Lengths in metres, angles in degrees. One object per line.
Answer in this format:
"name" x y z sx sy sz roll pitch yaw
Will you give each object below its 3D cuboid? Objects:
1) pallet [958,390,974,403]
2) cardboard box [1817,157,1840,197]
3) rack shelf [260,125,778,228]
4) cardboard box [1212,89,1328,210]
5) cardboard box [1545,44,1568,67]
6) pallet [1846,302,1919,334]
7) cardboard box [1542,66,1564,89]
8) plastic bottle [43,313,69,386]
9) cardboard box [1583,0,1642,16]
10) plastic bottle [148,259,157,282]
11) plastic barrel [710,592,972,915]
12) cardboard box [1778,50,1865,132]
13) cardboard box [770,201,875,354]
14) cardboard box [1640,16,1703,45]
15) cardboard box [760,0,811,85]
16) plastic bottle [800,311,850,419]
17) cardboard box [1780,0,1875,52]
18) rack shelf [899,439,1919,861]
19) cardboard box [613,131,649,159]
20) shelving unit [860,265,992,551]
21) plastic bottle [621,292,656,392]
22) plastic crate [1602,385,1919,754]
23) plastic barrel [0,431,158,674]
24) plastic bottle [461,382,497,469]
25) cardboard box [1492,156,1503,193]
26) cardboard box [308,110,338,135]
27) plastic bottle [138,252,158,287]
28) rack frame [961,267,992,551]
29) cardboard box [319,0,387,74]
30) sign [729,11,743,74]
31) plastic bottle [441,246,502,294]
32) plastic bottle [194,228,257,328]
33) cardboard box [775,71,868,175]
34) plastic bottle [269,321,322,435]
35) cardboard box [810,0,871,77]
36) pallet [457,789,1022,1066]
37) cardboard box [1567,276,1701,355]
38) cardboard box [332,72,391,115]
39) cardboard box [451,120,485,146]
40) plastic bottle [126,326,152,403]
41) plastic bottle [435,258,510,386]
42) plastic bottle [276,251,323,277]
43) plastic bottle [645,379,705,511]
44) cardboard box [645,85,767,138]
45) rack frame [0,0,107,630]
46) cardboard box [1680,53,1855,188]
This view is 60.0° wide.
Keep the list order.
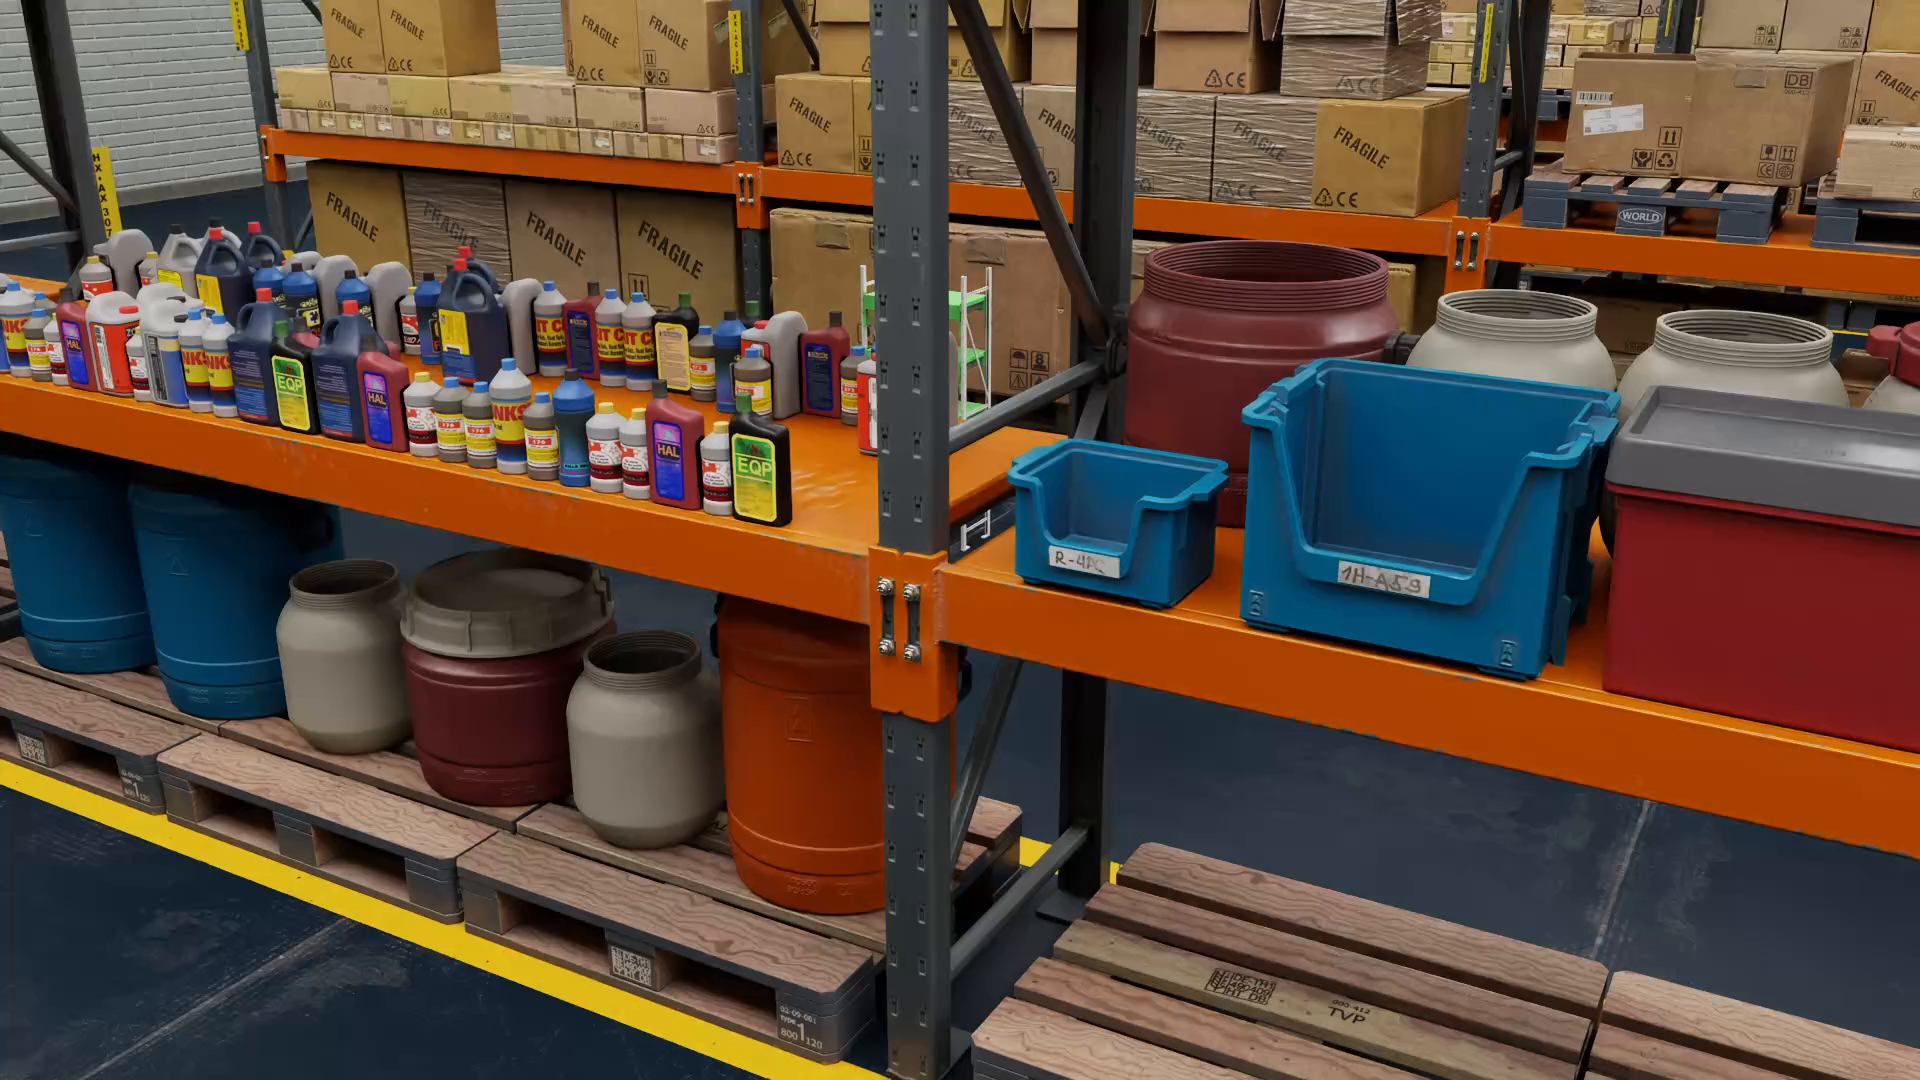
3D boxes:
"pallet" -0.241 -1.014 9.852 1.213 0.211 1.003 11 23 27
"cardboard box" 8.510 -3.461 15.745 0.625 0.372 0.950 10 22 26
"rack shelf" -2.697 -2.426 10.708 4.000 0.370 1.077 11 23 27
"cardboard box" 1.557 -1.906 8.074 0.500 0.500 0.500 11 22 27
"cardboard box" 4.161 -3.435 11.753 0.250 0.149 0.380 12 23 29
"pallet" 6.761 -1.558 11.351 1.213 0.211 1.003 11 23 27
"cardboard box" 4.177 -3.292 11.794 0.250 0.149 0.380 11 23 27
"plastic bottle" -2.571 -0.552 4.780 0.097 0.201 0.097 0 20 0
"cardboard box" 6.343 -5.324 16.031 0.500 0.500 0.500 11 23 28
"plastic bottle" -2.663 -0.843 5.580 0.097 0.201 0.097 0 20 0
"plastic barrel" -0.310 0.455 4.279 0.708 0.830 0.600 11 23 27
"cardboard box" 5.754 -3.034 11.184 0.500 0.500 0.500 11 22 27
"cardboard box" -0.383 -1.529 9.682 0.875 0.875 1.225 11 23 27
"cardboard box" 6.827 -4.886 15.922 0.500 0.250 0.500 11 23 27
"cardboard box" -1.245 -3.009 9.945 0.500 0.500 0.500 11 23 27
"plastic bottle" -0.359 -0.473 4.441 0.133 0.283 0.061 11 23 27
"cardboard box" 5.877 -3.581 11.227 0.500 0.500 0.700 10 22 27
"rack shelf" 1.872 0.379 2.976 4.000 0.370 1.077 11 23 27
"cardboard box" -1.826 -2.352 9.818 0.250 0.149 0.380 10 22 26
"shelving unit" -0.144 -0.592 7.236 0.503 1.200 0.258 11 23 27
"plastic bottle" -0.904 -0.564 4.710 0.097 0.271 0.097 0 20 0
"plastic crate" 1.387 0.038 2.767 0.583 0.464 0.402 11 23 27
"plastic barrel" -2.900 -0.072 5.626 0.708 0.901 0.600 11 23 27
"plastic bottle" -1.154 -0.282 4.036 0.097 0.201 0.097 0 20 0
"cardboard box" 3.877 -2.717 12.407 0.500 0.250 0.500 11 23 28
"cardboard box" -4.070 -2.779 10.995 0.250 0.149 0.380 10 22 27
"plastic bottle" -2.750 -0.883 5.691 0.097 0.201 0.097 0 20 0
"rack frame" 0.069 -0.551 7.125 0.015 1.200 0.240 11 23 27
"cardboard box" -3.719 -3.275 10.678 0.500 0.500 0.500 10 22 26
"sign" -1.220 -2.710 9.051 0.005 0.325 0.100 11 23 27
"plastic bottle" -1.443 -0.695 4.954 0.185 0.351 0.144 11 23 27
"plastic bottle" -2.313 -0.804 5.256 0.185 0.351 0.144 11 23 27
"cardboard box" -0.671 -2.327 9.235 0.500 0.500 0.500 11 23 27
"plastic bottle" -1.711 -0.420 4.295 0.133 0.283 0.061 11 23 27
"cardboard box" -0.389 -2.846 9.194 0.637 0.503 0.797 10 22 26
"pallet" -0.583 0.901 4.573 1.213 0.211 1.003 11 23 27
"cardboard box" 3.141 -1.048 7.775 0.500 0.250 0.500 12 23 29
"cardboard box" -3.699 -2.921 10.803 0.500 0.250 0.500 10 22 27
"cardboard box" -2.951 -2.566 10.407 0.250 0.149 0.380 10 22 26
"plastic bottle" -2.252 -0.491 4.612 0.097 0.201 0.097 0 20 0
"plastic bottle" -1.400 -0.627 4.768 0.185 0.351 0.144 11 23 27
"plastic bottle" -2.106 -0.784 5.311 0.135 0.276 0.152 11 23 27
"plastic bottle" -0.637 -0.215 3.731 0.133 0.283 0.061 11 23 27
"cardboard box" -1.465 -2.496 9.630 0.500 0.250 0.500 10 22 26
"rack frame" -3.367 -0.957 5.604 0.127 3.000 1.000 11 23 27
"cardboard box" 3.568 -1.869 7.357 0.500 0.500 0.700 15 25 35
